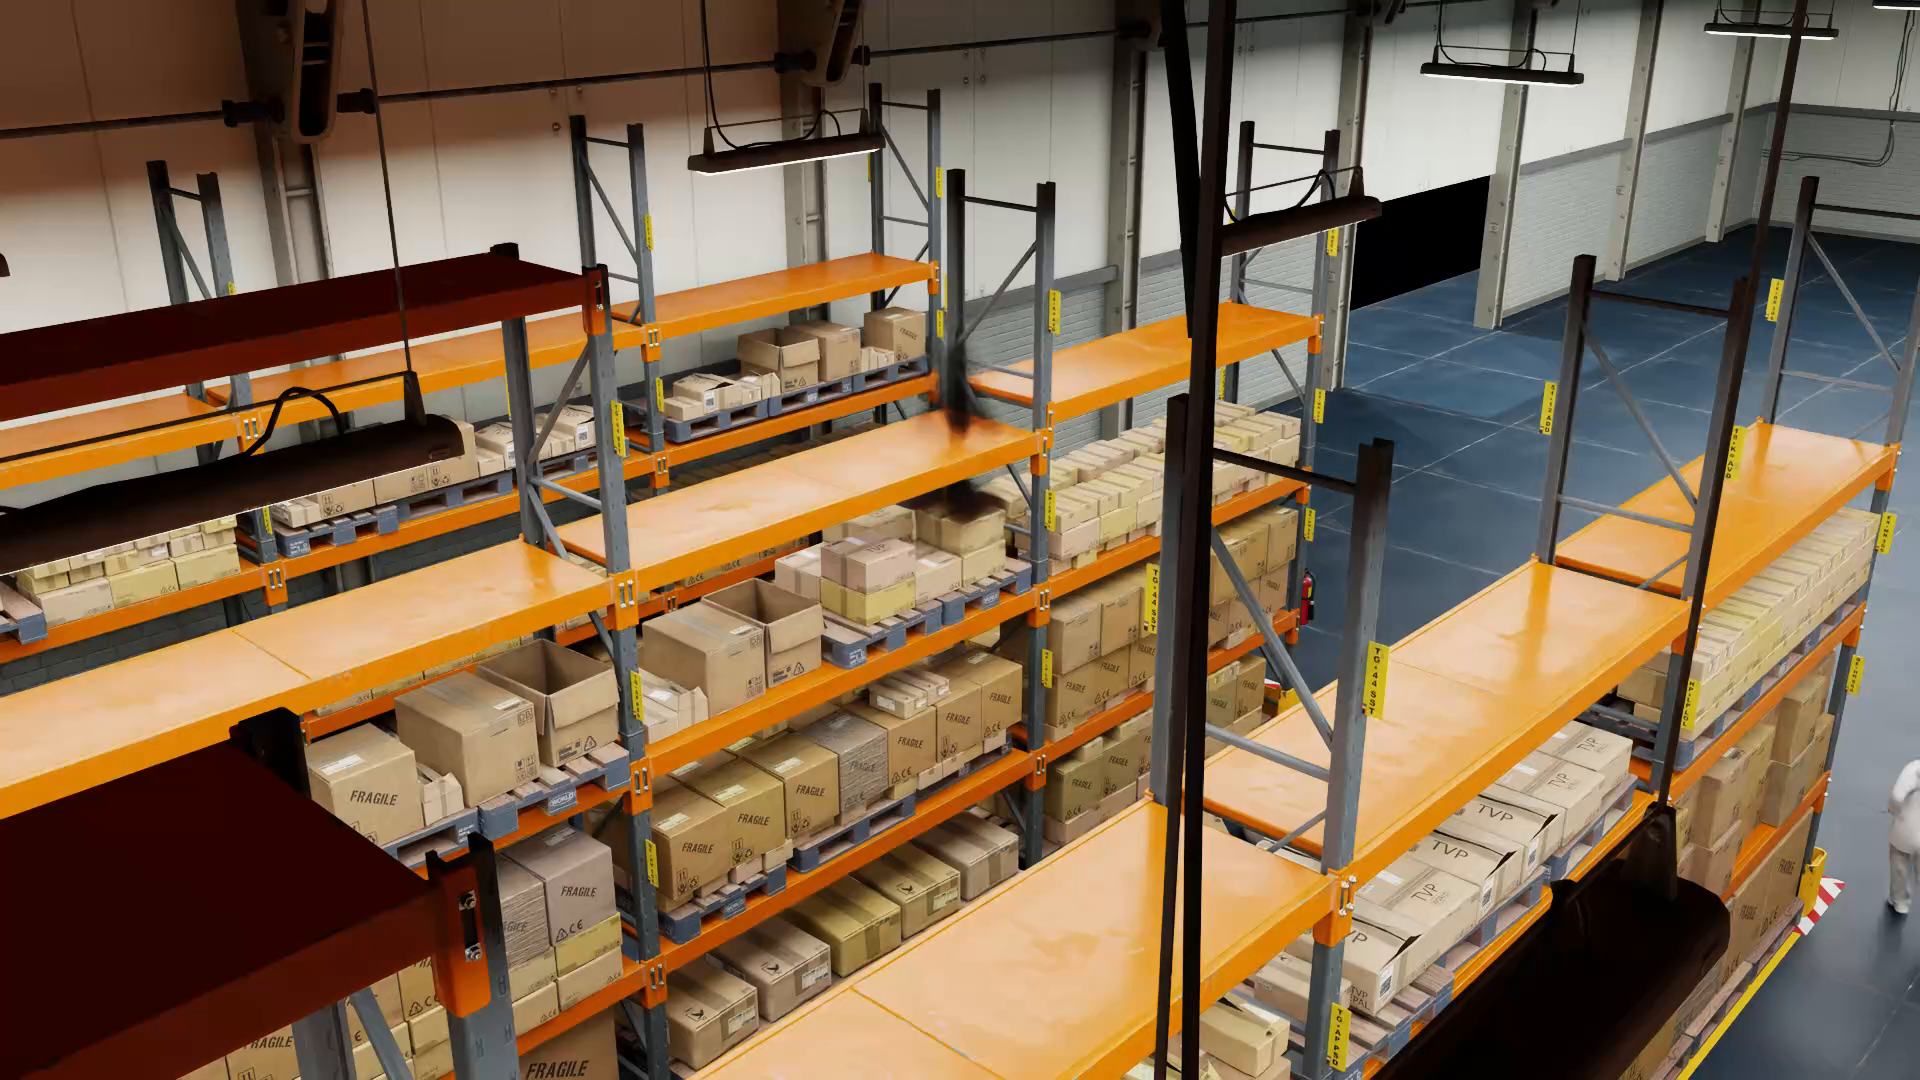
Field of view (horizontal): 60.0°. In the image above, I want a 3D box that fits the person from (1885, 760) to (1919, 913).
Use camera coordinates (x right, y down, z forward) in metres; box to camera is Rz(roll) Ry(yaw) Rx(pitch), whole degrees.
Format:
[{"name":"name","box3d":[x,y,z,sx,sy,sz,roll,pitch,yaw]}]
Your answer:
[{"name":"person","box3d":[7.873,2.361,13.556,0.717,1.760,0.847,5,22,12]}]
